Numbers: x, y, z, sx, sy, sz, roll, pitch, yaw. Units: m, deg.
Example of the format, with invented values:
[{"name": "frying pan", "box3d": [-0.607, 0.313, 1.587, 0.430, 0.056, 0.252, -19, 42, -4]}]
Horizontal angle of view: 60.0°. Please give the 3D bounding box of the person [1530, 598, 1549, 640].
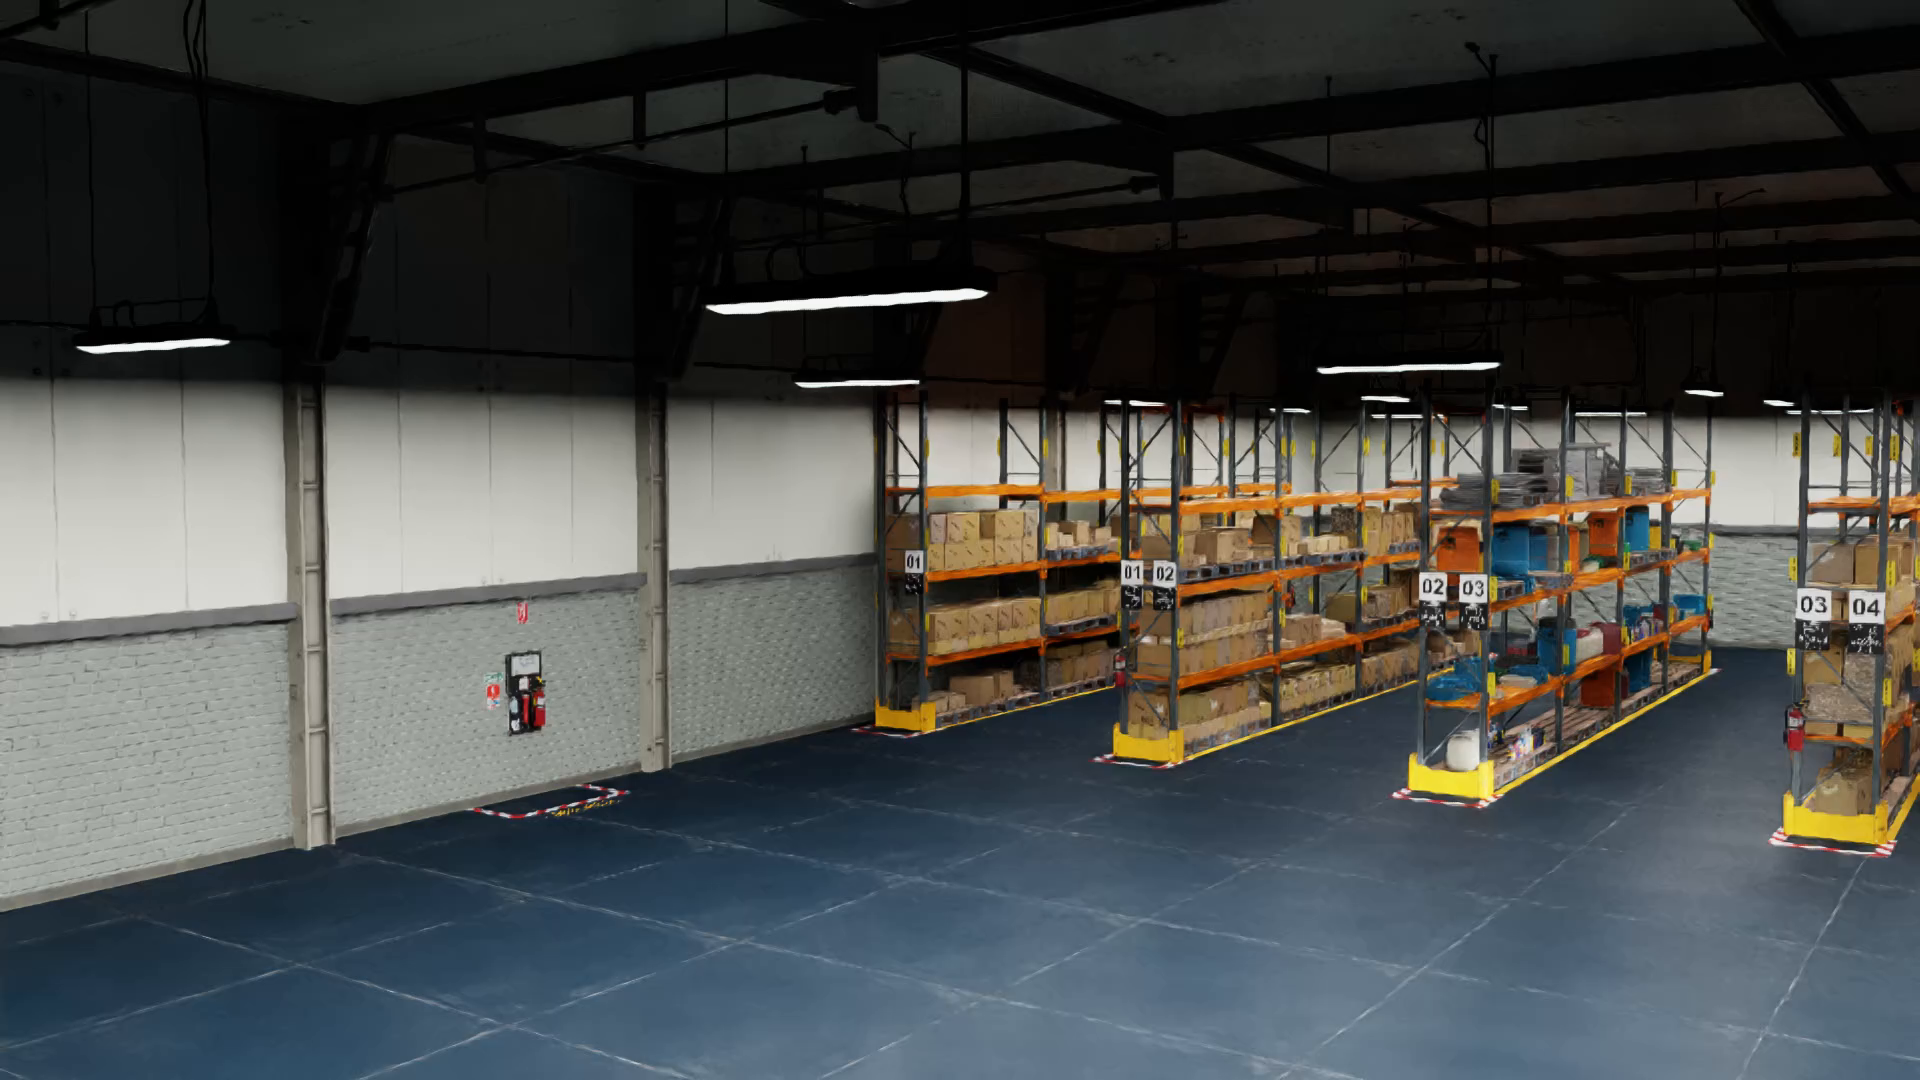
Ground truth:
[{"name": "person", "box3d": [14.297, 1.892, 40.851, 0.669, 1.658, 0.564, -1, 3, -19]}]
